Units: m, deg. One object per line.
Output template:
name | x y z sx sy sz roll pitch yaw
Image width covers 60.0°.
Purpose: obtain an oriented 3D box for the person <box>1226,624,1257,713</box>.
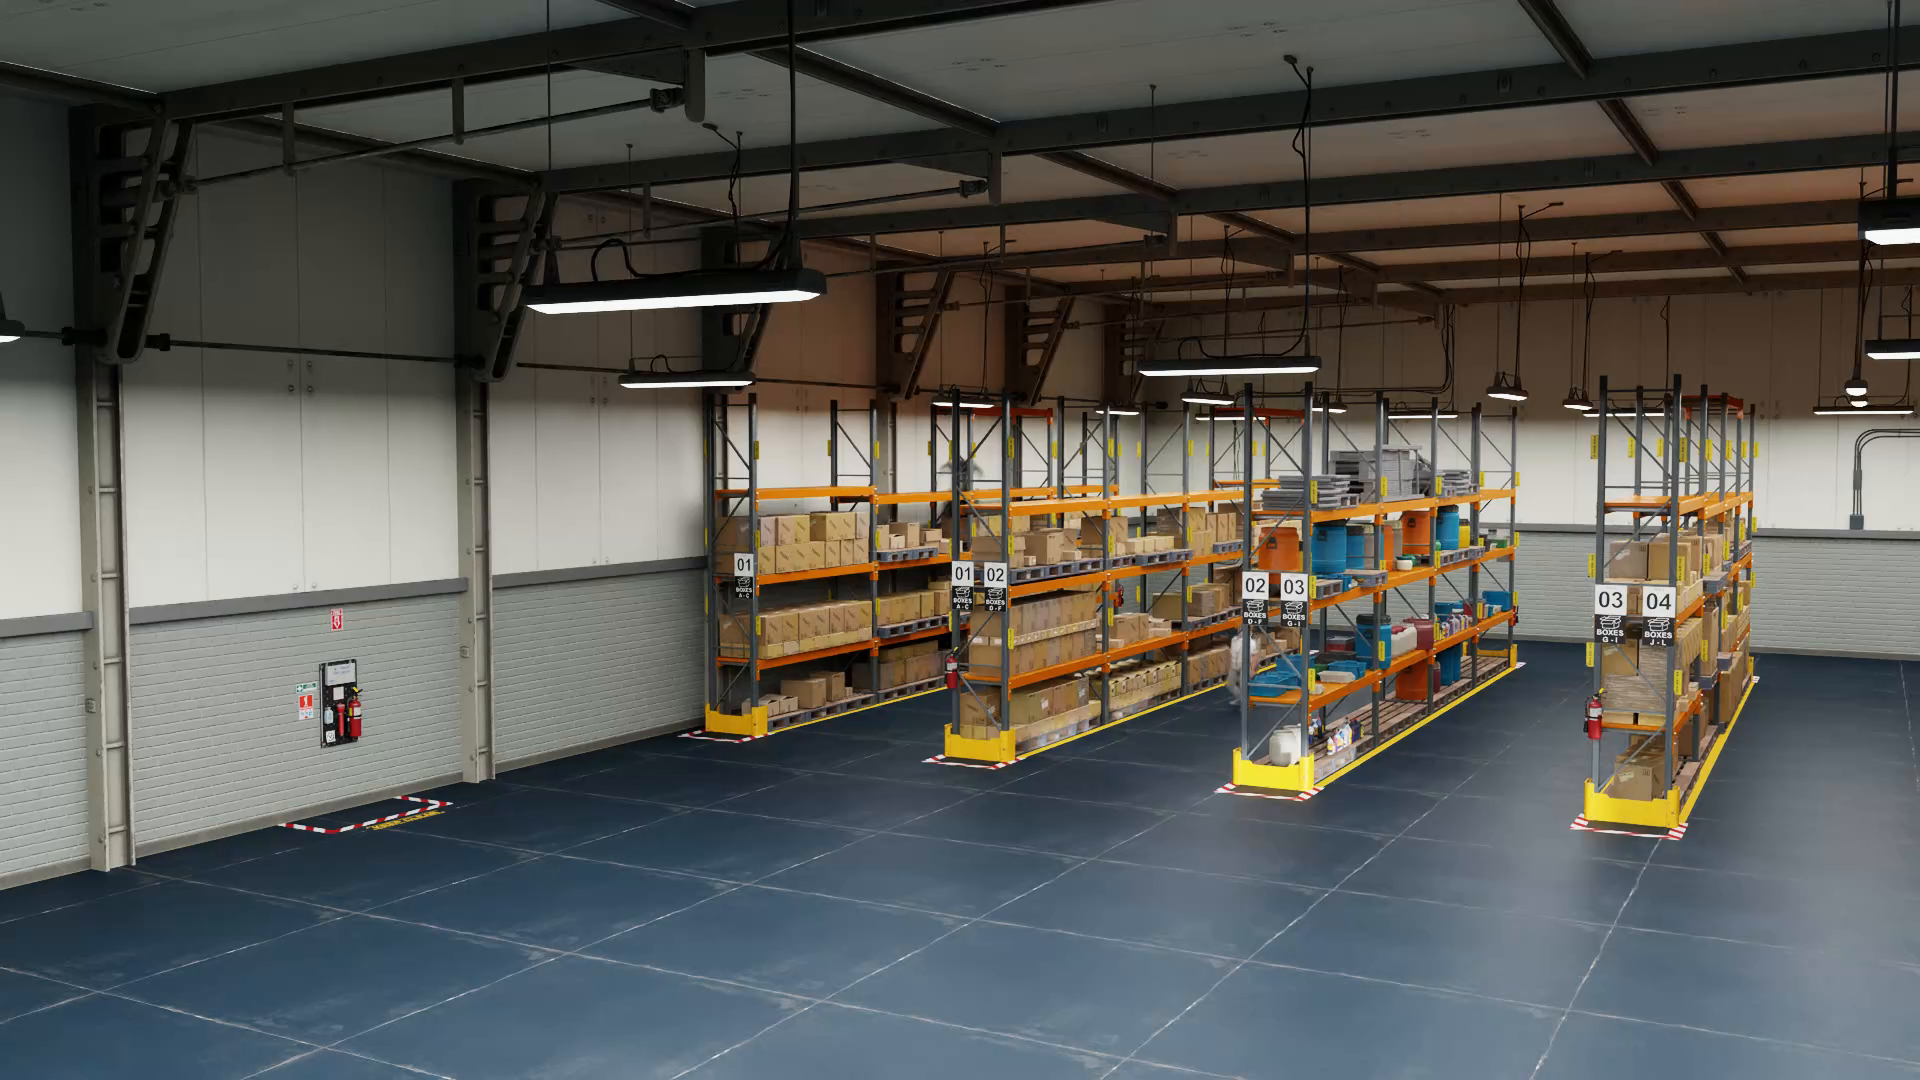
person | 5.399 2.442 31.784 0.703 1.709 0.604 3 4 40
